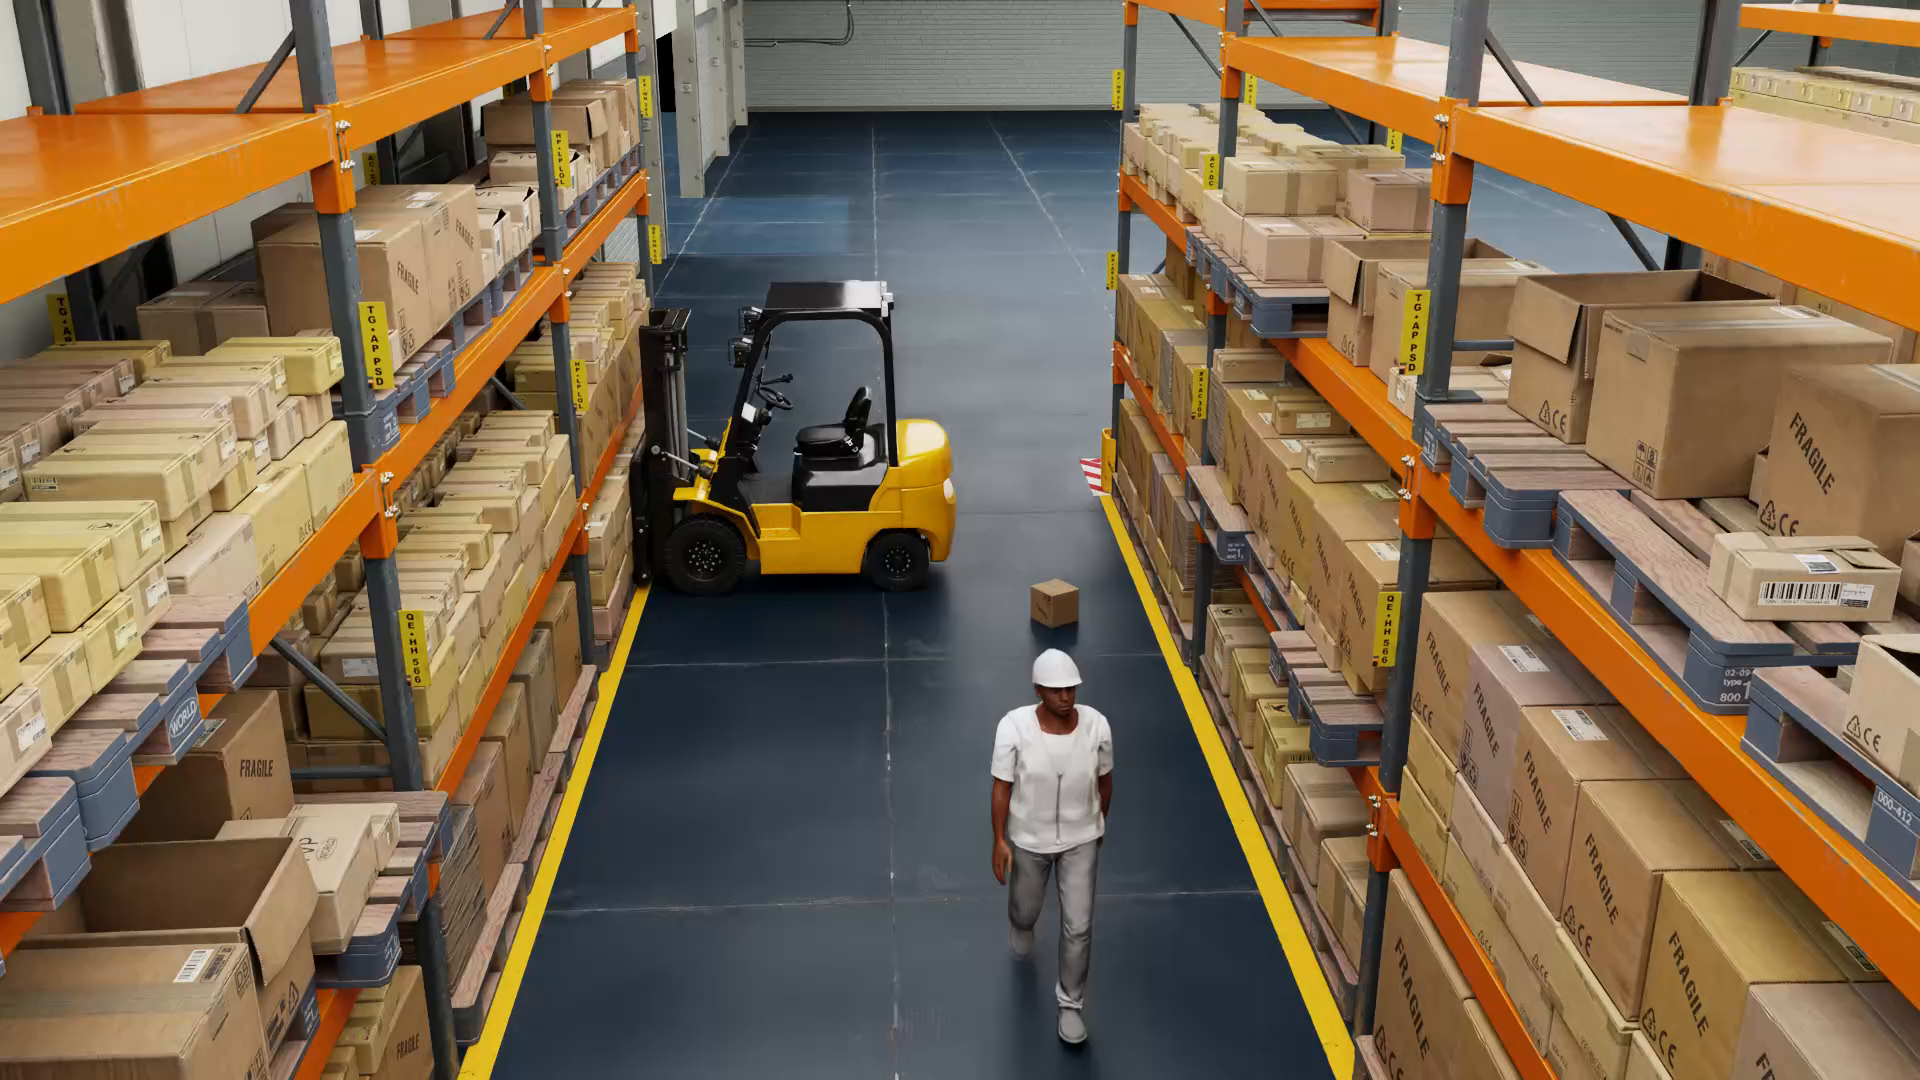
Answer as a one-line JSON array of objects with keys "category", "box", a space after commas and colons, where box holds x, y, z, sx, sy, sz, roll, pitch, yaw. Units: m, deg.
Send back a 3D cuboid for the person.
[{"category": "person", "box": [0.415, 1.308, 7.482, 0.557, 1.737, 0.872, -1, 20, -2]}]
